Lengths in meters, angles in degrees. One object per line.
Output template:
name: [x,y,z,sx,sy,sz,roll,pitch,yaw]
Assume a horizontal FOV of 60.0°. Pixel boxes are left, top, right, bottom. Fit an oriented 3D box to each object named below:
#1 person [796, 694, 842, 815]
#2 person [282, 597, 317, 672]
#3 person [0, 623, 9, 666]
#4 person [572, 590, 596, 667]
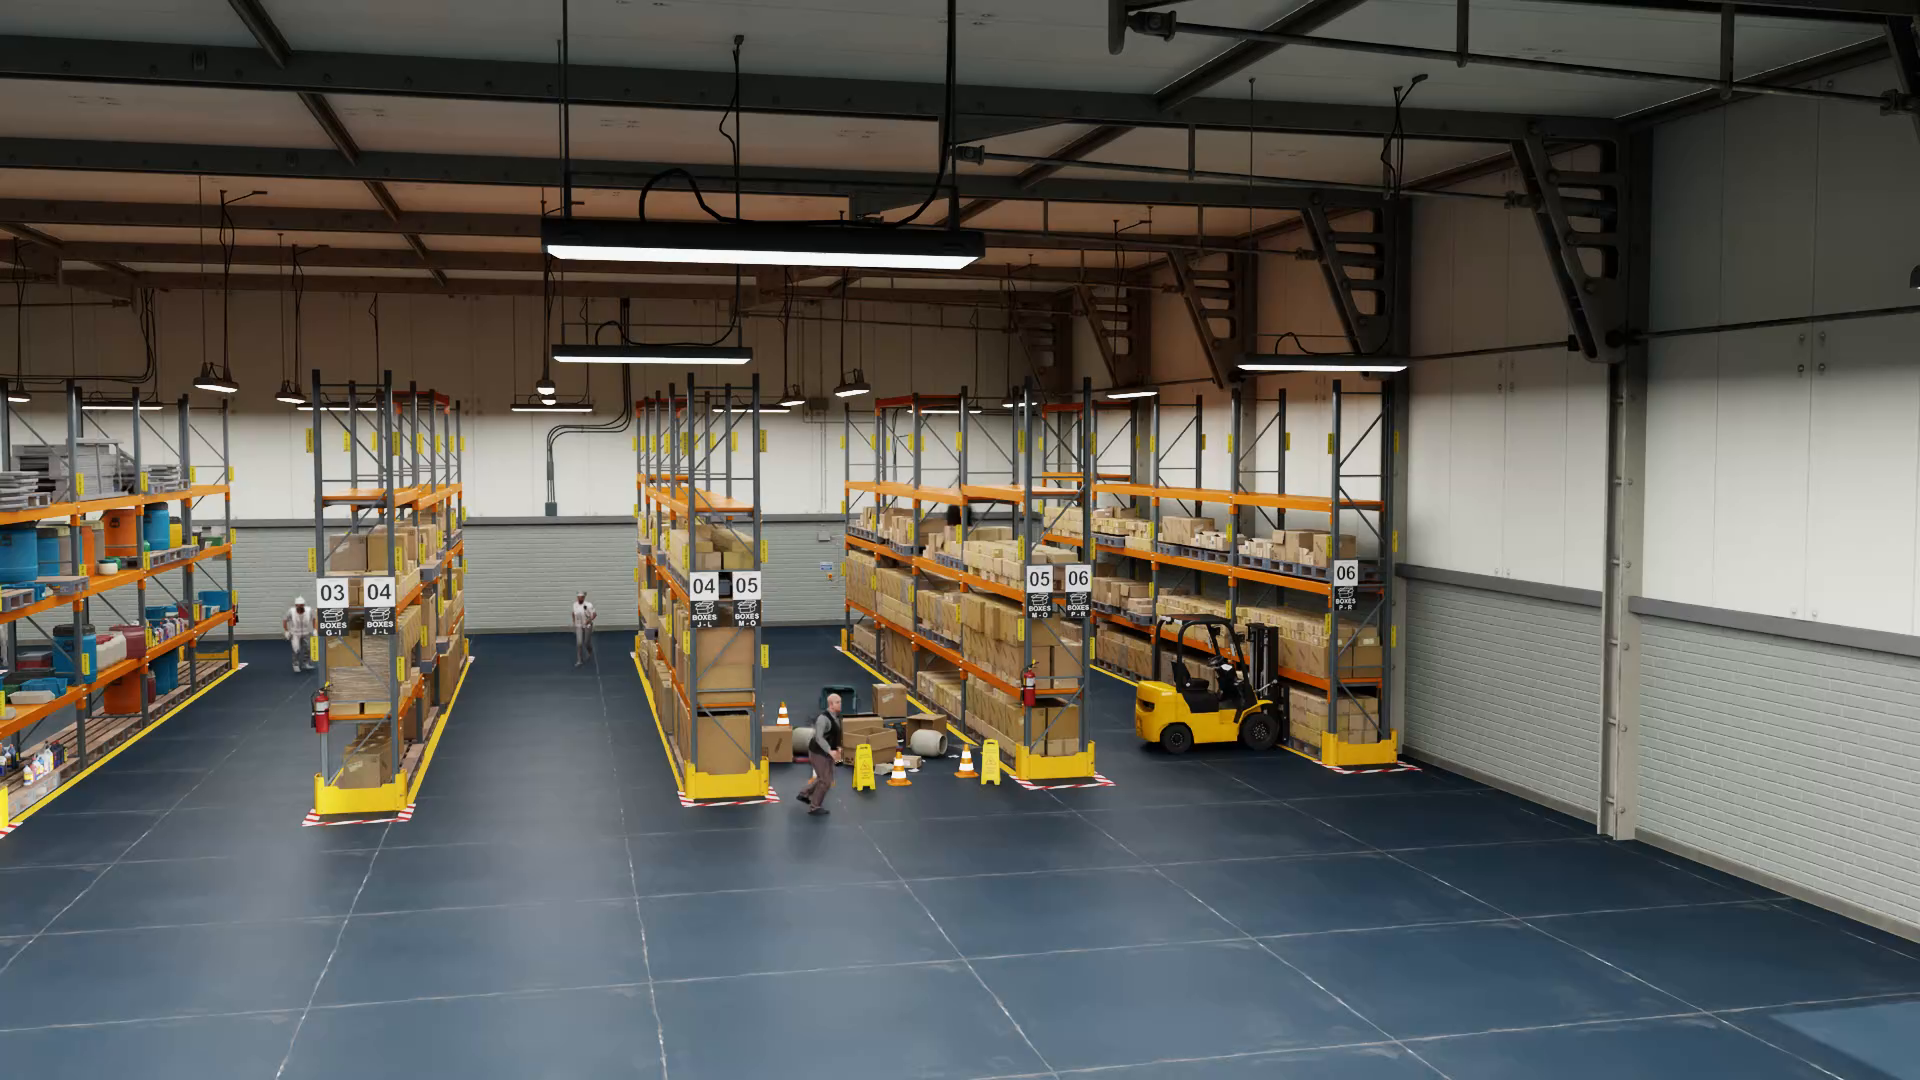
person: [-1.904,2.882,22.434,0.728,1.653,0.631,1,3,15]
person: [-14.490,2.057,36.475,0.689,1.663,0.793,-3,4,-42]
person: [-21.795,2.049,37.417,0.819,1.739,0.644,1,3,14]
person: [-8.526,1.982,37.750,0.584,1.716,0.797,0,3,3]
